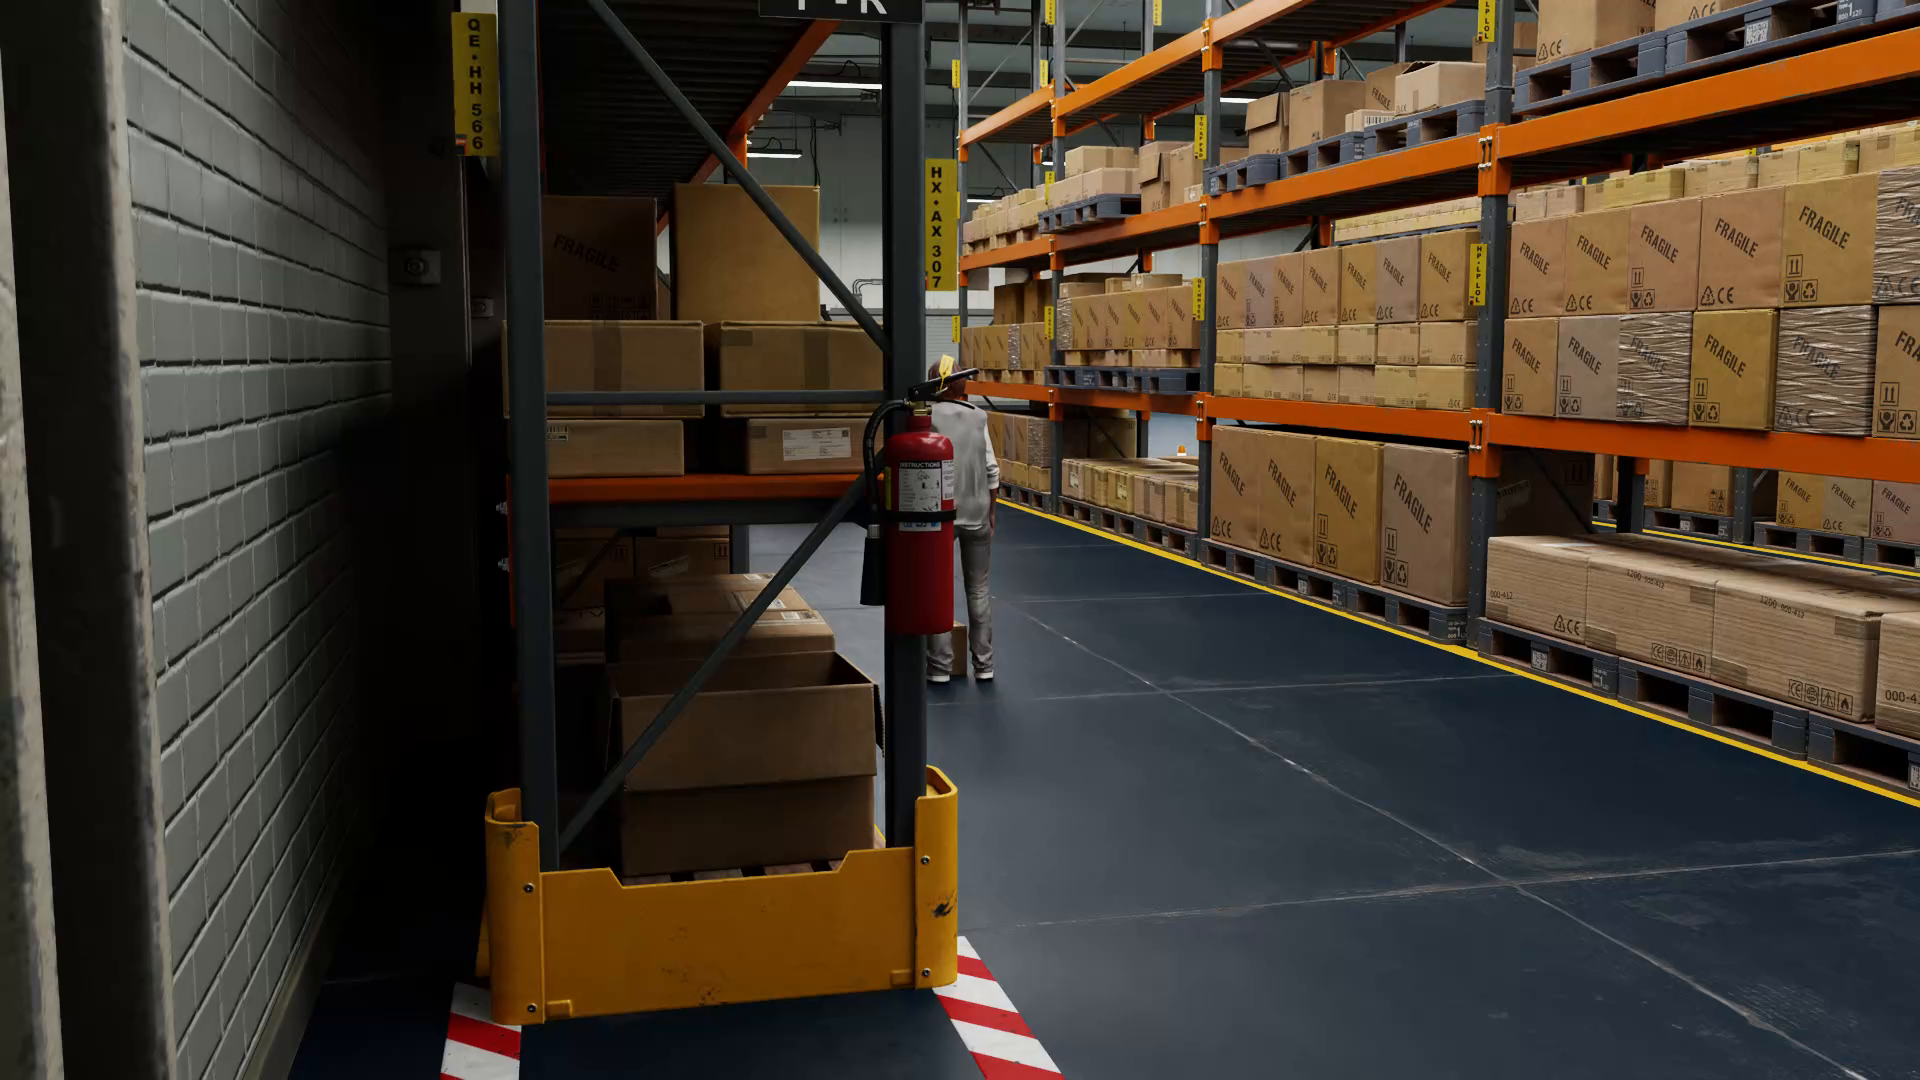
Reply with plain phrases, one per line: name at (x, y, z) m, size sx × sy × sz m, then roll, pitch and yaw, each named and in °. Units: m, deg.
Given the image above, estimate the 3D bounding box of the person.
person at (-0.030, -0.090, 8.209) m, size 0.469 × 1.589 × 0.350 m, roll -2°, pitch 7°, yaw -20°
